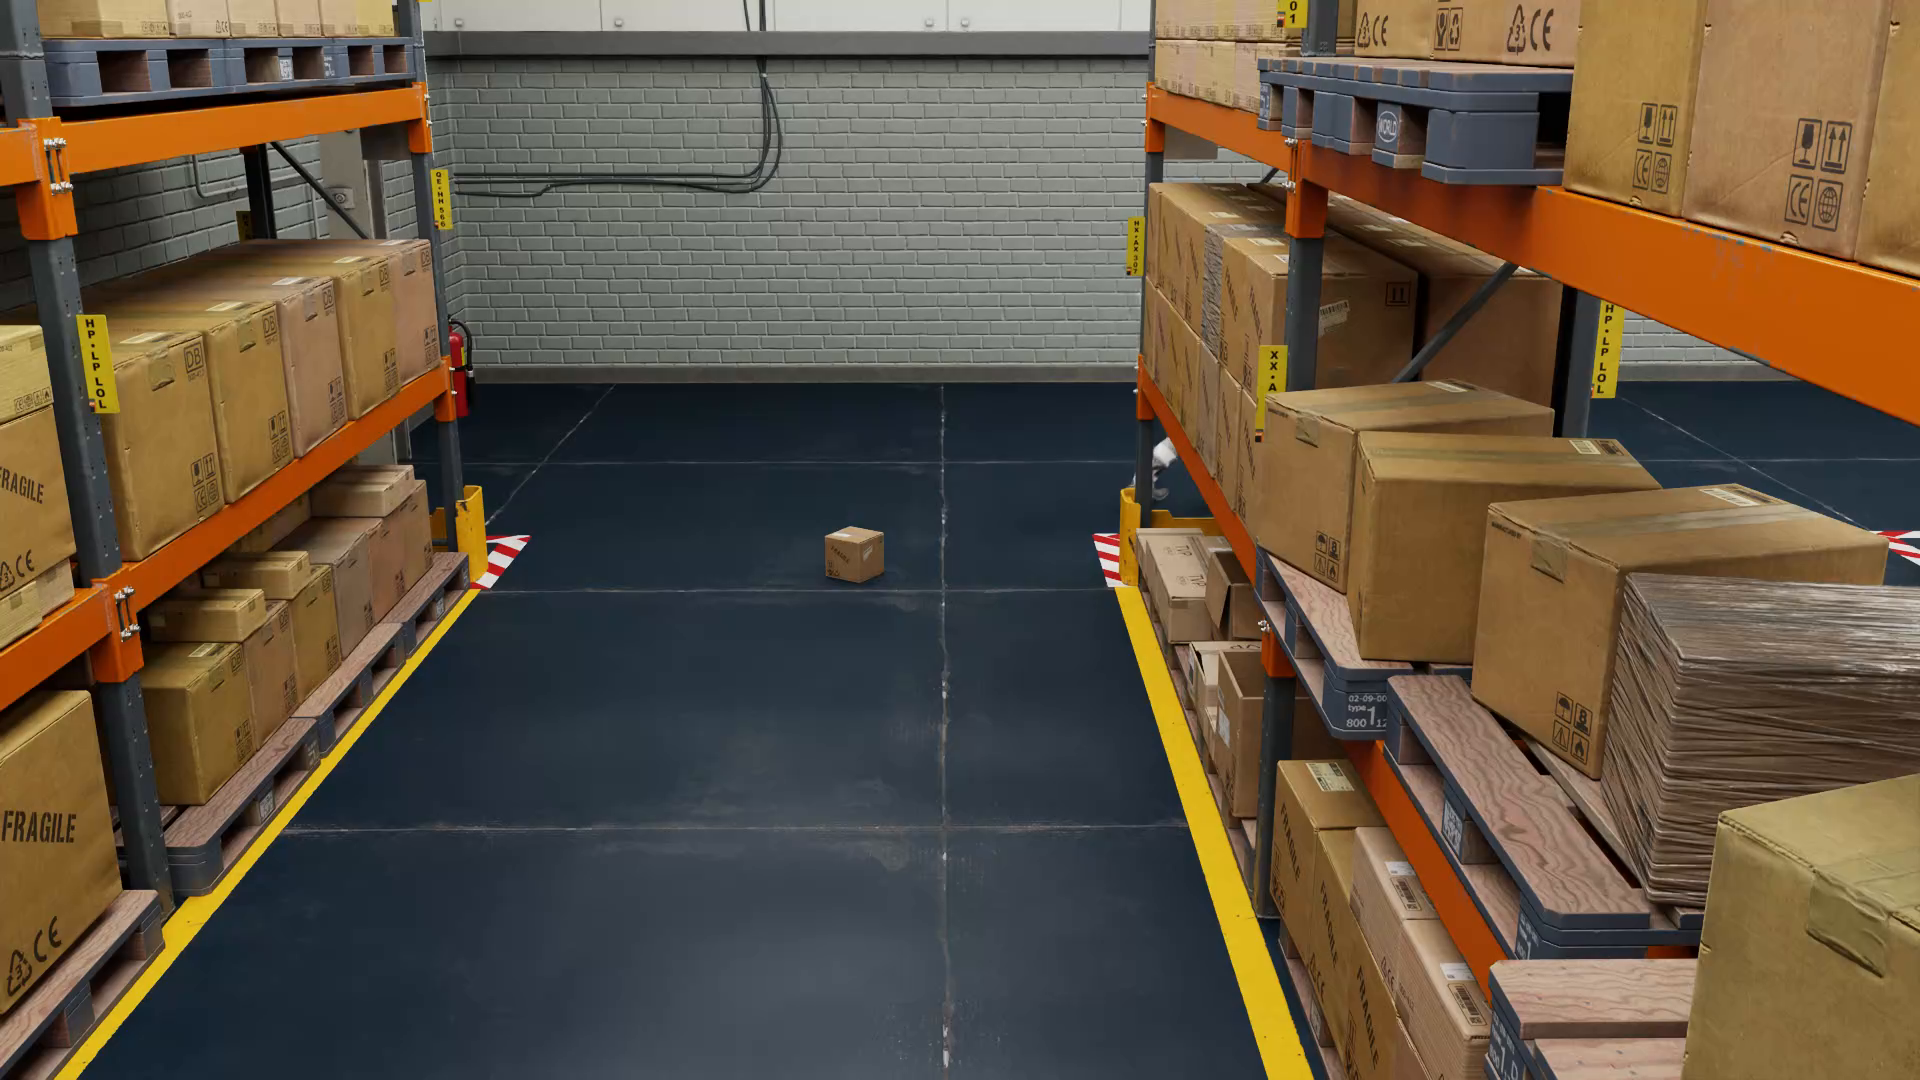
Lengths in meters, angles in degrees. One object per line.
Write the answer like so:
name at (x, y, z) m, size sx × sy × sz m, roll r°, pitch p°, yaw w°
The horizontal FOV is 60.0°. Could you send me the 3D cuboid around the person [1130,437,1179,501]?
person at (1.627, -1.038, 10.930) m, size 0.983 × 1.753 × 0.576 m, roll -3°, pitch 17°, yaw -11°
